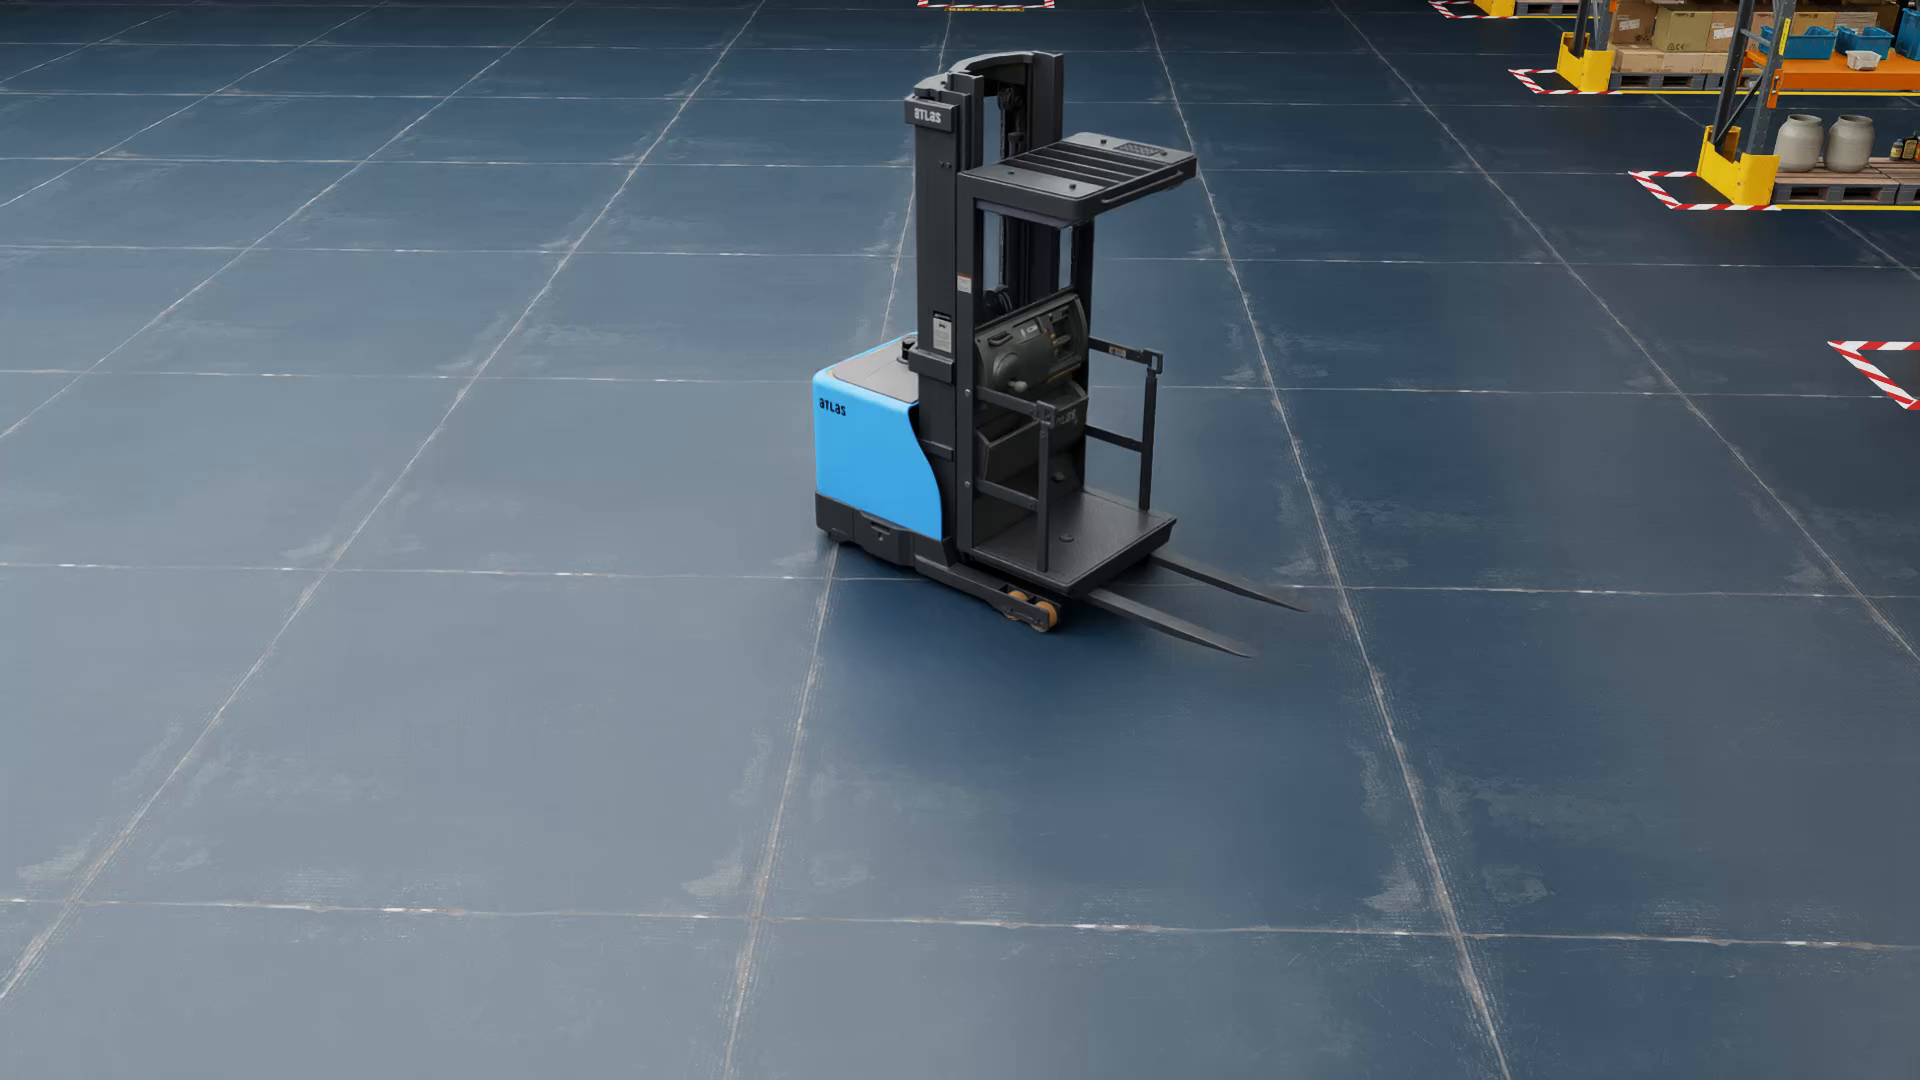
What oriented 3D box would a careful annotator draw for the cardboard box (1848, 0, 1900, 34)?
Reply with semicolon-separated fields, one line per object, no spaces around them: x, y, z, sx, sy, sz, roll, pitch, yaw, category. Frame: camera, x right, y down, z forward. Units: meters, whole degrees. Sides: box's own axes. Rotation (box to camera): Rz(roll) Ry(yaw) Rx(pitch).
11.550;-6.608;21.200;0.500;0.500;0.500;1;28;2;cardboard box

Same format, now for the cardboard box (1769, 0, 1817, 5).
10.551;-6.625;21.231;0.500;0.500;0.500;1;28;2;cardboard box

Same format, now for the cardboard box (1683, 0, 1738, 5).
9.552;-6.641;21.261;0.500;0.500;0.500;1;28;2;cardboard box

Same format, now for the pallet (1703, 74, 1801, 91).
9.987;-5.972;21.289;1.213;0.211;1.003;1;28;2;pallet

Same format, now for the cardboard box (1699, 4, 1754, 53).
9.533;-6.397;20.802;0.500;0.500;0.500;1;28;2;cardboard box

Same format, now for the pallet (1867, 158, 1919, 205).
9.932;-3.651;16.912;1.213;0.211;1.003;1;28;2;pallet

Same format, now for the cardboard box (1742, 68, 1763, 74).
10.032;-6.050;20.948;0.500;0.250;0.500;1;28;2;cardboard box

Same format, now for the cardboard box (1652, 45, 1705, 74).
9.033;-6.069;20.984;0.500;0.250;0.500;1;28;2;cardboard box

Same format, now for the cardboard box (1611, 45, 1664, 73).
8.533;-6.076;20.996;0.500;0.250;0.500;1;28;2;cardboard box

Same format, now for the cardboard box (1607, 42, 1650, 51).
8.552;-6.318;21.453;0.500;0.250;0.500;1;28;2;cardboard box

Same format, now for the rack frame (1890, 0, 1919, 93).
12.003;-7.152;20.539;0.127;3.000;1.000;1;28;2;rack frame

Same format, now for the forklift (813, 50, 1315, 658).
0.566;-1.062;9.124;3.031;2.935;1.130;21;35;34;forklift

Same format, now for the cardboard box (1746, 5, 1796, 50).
10.032;-6.381;20.771;0.500;0.500;0.500;1;28;2;cardboard box

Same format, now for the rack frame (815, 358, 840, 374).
-0.798;-0.695;10.604;0.006;0.900;0.240;13;30;33;rack frame

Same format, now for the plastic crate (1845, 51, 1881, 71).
8.710;-4.618;16.040;0.250;0.136;0.298;1;28;2;plastic crate

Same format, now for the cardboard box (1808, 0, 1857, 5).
11.050;-6.613;21.208;0.500;0.500;0.500;1;28;2;cardboard box

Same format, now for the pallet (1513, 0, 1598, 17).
9.063;-8.273;25.632;1.213;0.211;1.003;1;28;2;pallet

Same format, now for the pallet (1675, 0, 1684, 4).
11.501;-8.233;25.556;1.213;0.211;1.003;1;28;2;pallet

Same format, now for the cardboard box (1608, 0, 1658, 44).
8.552;-6.650;21.280;0.500;0.500;0.500;1;28;2;cardboard box

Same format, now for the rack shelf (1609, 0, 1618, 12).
10.004;-6.867;20.770;4.000;0.370;1.077;1;28;2;rack shelf

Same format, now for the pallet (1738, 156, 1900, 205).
8.716;-3.672;16.952;1.213;0.211;1.003;1;28;2;pallet

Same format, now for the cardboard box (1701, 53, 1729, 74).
9.533;-6.061;20.968;0.500;0.250;0.500;1;28;2;cardboard box

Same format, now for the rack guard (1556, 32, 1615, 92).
7.981;-6.114;21.250;0.348;0.500;1.175;1;28;2;rack guard

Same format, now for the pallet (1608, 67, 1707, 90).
8.771;-5.993;21.330;1.213;0.211;1.003;1;28;2;pallet

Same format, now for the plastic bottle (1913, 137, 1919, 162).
9.928;-4.048;17.123;0.135;0.276;0.152;1;28;2;plastic bottle

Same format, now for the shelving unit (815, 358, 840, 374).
-0.715;-0.676;10.548;0.210;0.900;0.258;13;30;33;shelving unit

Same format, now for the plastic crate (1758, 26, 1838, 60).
8.337;-4.966;16.573;0.616;0.251;0.499;1;28;2;plastic crate

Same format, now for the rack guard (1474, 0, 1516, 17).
8.252;-8.431;25.621;0.348;0.500;1.175;1;28;2;rack guard

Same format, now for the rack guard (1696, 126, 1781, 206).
7.904;-3.816;16.915;0.348;0.500;1.175;1;28;2;rack guard

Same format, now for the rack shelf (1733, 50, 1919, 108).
9.825;-4.549;16.396;4.000;0.370;1.077;1;28;2;rack shelf

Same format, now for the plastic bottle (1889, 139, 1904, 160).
9.678;-4.032;17.172;0.097;0.201;0.097;0;28;0;plastic bottle

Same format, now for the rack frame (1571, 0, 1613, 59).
8.005;-7.218;20.664;0.127;3.000;1.000;1;28;2;rack frame

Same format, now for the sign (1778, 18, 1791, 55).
7.803;-4.764;15.740;0.005;0.325;0.100;1;28;2;sign

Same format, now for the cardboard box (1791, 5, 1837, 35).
10.532;-6.379;20.768;0.500;0.500;0.500;1;28;2;cardboard box

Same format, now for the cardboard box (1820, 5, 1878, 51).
11.032;-6.373;20.756;0.500;0.500;0.500;1;28;2;cardboard box

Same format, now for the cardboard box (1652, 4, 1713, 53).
9.033;-6.400;20.807;0.500;0.500;0.500;1;28;2;cardboard box

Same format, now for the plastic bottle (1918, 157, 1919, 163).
9.925;-4.002;17.027;0.133;0.283;0.061;1;28;2;plastic bottle

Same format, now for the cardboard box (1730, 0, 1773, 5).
10.051;-6.632;21.245;0.500;0.500;0.500;1;28;2;cardboard box

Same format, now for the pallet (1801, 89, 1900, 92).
11.209;-5.953;21.254;1.213;0.211;1.003;1;28;2;pallet

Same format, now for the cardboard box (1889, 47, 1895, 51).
11.532;-6.028;20.906;0.500;0.250;0.500;1;28;2;cardboard box

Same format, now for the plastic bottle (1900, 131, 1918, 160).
9.795;-4.075;17.165;0.133;0.283;0.061;2;28;3;plastic bottle

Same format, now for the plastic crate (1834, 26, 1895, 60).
8.986;-4.952;16.548;0.408;0.251;0.499;1;28;2;plastic crate

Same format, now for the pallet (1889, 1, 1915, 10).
14.174;-8.208;25.508;1.213;0.211;1.003;1;28;2;pallet

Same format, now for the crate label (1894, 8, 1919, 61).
9.676;-5.011;16.463;0.616;0.435;0.502;1;28;2;crate label

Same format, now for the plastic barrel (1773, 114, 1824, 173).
8.487;-4.011;16.821;0.421;0.512;0.421;0;28;0;plastic barrel

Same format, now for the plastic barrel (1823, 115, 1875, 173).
8.988;-4.002;16.806;0.421;0.512;0.421;0;28;0;plastic barrel

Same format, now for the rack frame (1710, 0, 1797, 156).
7.827;-4.900;16.290;0.127;3.000;1.000;1;28;2;rack frame

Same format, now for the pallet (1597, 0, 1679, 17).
10.279;-8.252;25.591;1.213;0.211;1.003;1;28;2;pallet

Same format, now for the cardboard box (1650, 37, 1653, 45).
9.052;-6.315;21.448;0.500;0.250;0.500;1;28;2;cardboard box
